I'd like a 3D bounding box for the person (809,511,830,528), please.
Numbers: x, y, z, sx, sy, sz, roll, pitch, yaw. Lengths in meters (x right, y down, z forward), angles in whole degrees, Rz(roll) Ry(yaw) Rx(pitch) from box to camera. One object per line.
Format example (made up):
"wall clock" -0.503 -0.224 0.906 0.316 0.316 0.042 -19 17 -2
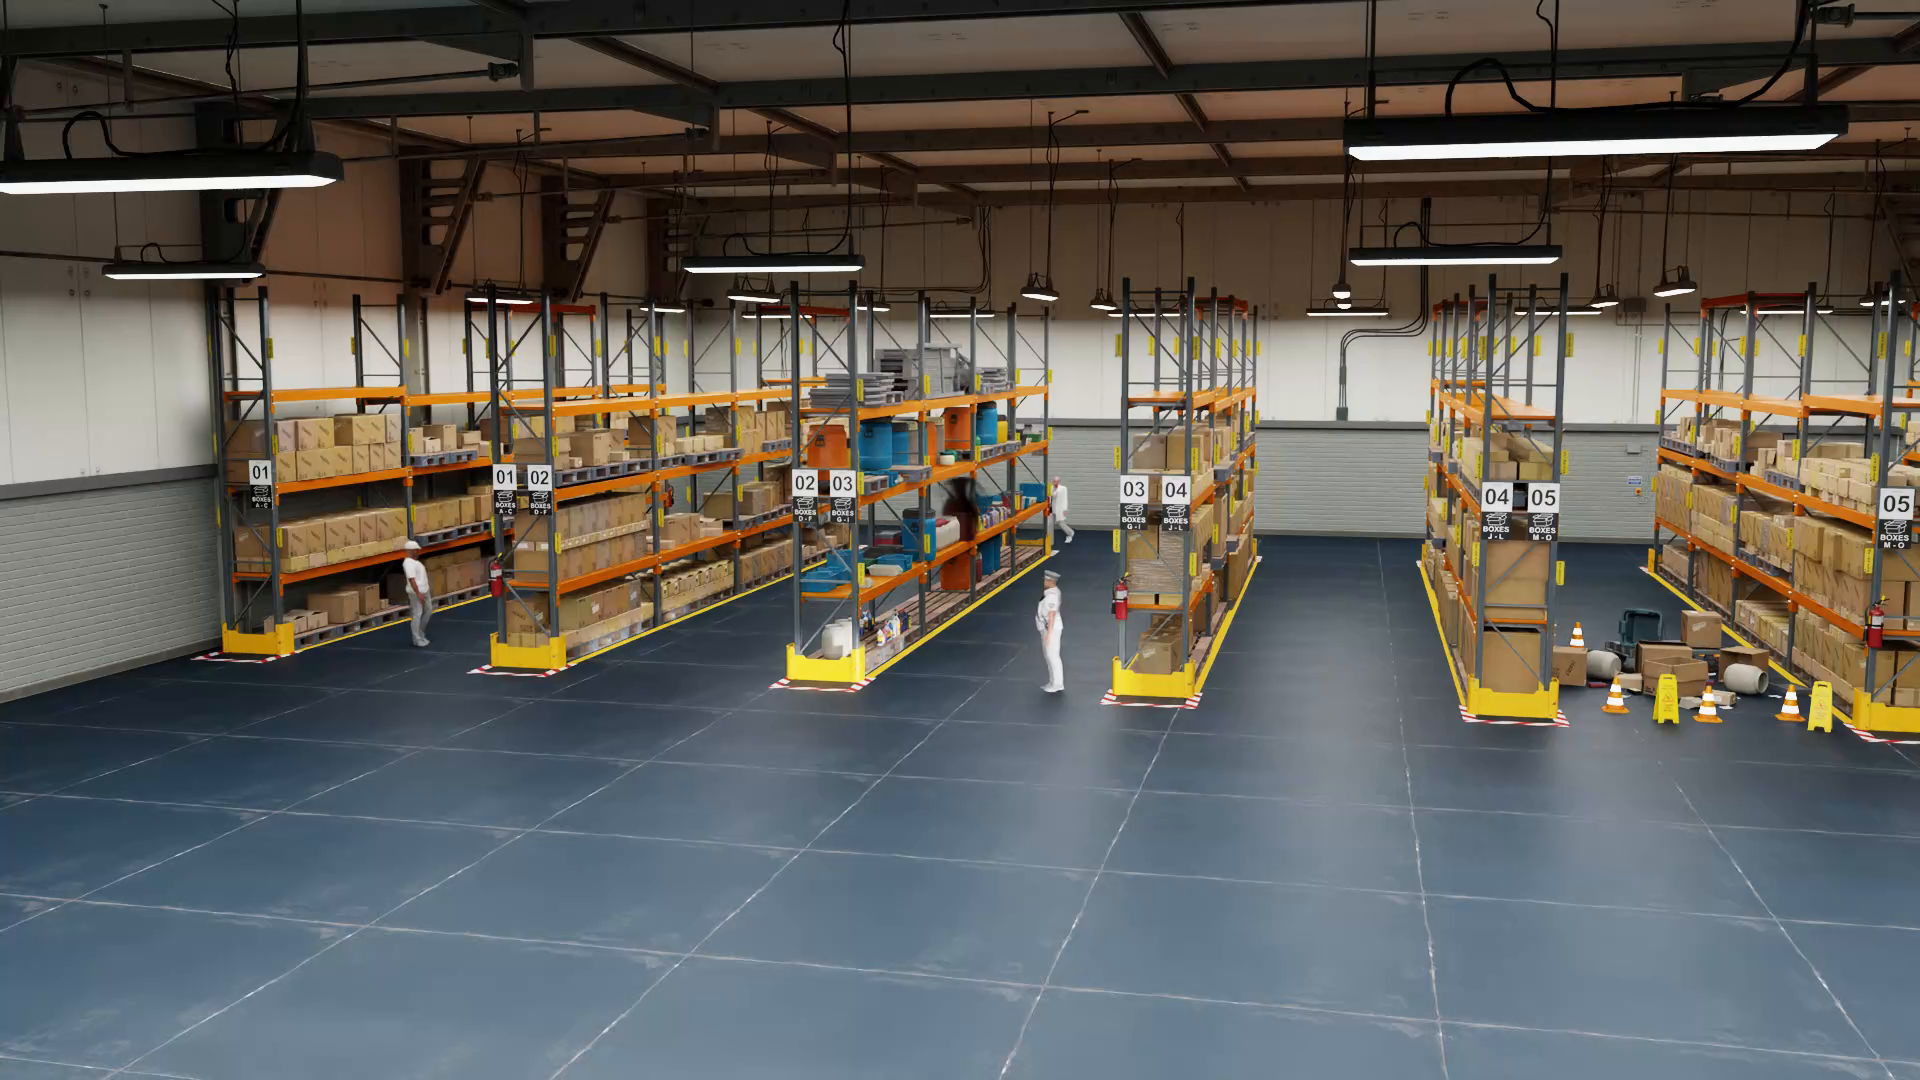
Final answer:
"person" -3.596 -0.865 43.528 0.785 1.738 0.556 6 9 43

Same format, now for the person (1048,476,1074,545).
"person" 2.477 -0.657 42.486 0.601 1.566 0.956 6 9 42

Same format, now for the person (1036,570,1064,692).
"person" 1.320 1.345 24.369 0.420 1.808 0.655 0 7 2

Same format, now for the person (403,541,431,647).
"person" -9.171 0.909 28.163 0.535 1.804 0.672 1 7 11
